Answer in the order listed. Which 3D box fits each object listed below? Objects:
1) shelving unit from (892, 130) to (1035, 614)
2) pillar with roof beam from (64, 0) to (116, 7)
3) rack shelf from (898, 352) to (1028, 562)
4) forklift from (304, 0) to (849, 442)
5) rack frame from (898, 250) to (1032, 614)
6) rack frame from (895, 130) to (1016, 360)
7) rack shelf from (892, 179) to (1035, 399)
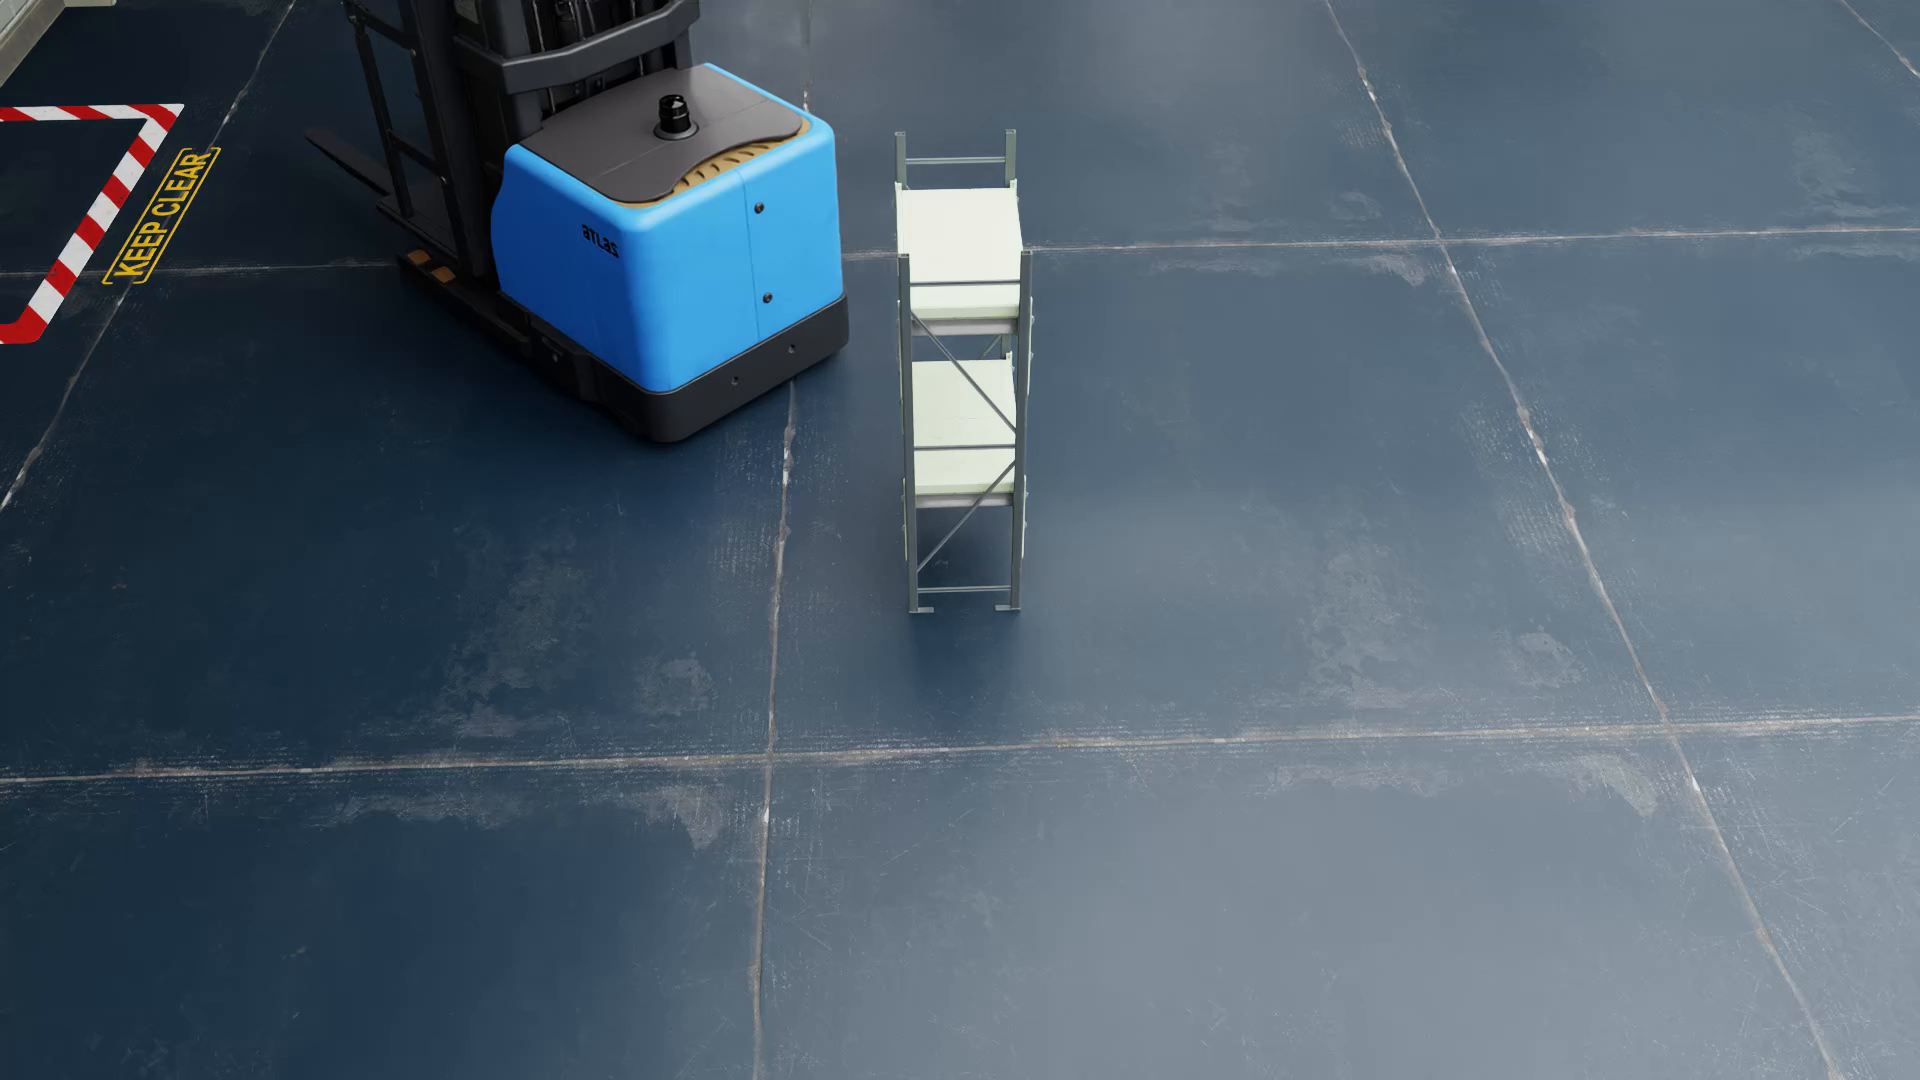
[{"bbox_3d":[0.000,-0.548,5.738,0.431,1.500,0.755,-2,43,-2],"label":"shelving unit"},{"bbox_3d":[-0.761,-6.662,6.859,9.100,9.000,0.400,-2,43,-2],"label":"pillar with roof beam"},{"bbox_3d":[0.000,-0.308,5.959,0.431,0.370,0.720,-2,43,-2],"label":"rack shelf"},{"bbox_3d":[-1.877,-2.350,6.644,3.031,2.935,1.130,33,52,31],"label":"forklift"},{"bbox_3d":[0.016,-0.301,5.469,0.400,1.500,0.023,-2,43,-2],"label":"rack frame"},{"bbox_3d":[-0.015,-0.795,6.008,0.400,1.500,0.023,-2,43,-2],"label":"rack frame"},{"bbox_3d":[0.000,-0.836,5.475,0.431,0.370,0.720,-2,43,-2],"label":"rack shelf"}]
